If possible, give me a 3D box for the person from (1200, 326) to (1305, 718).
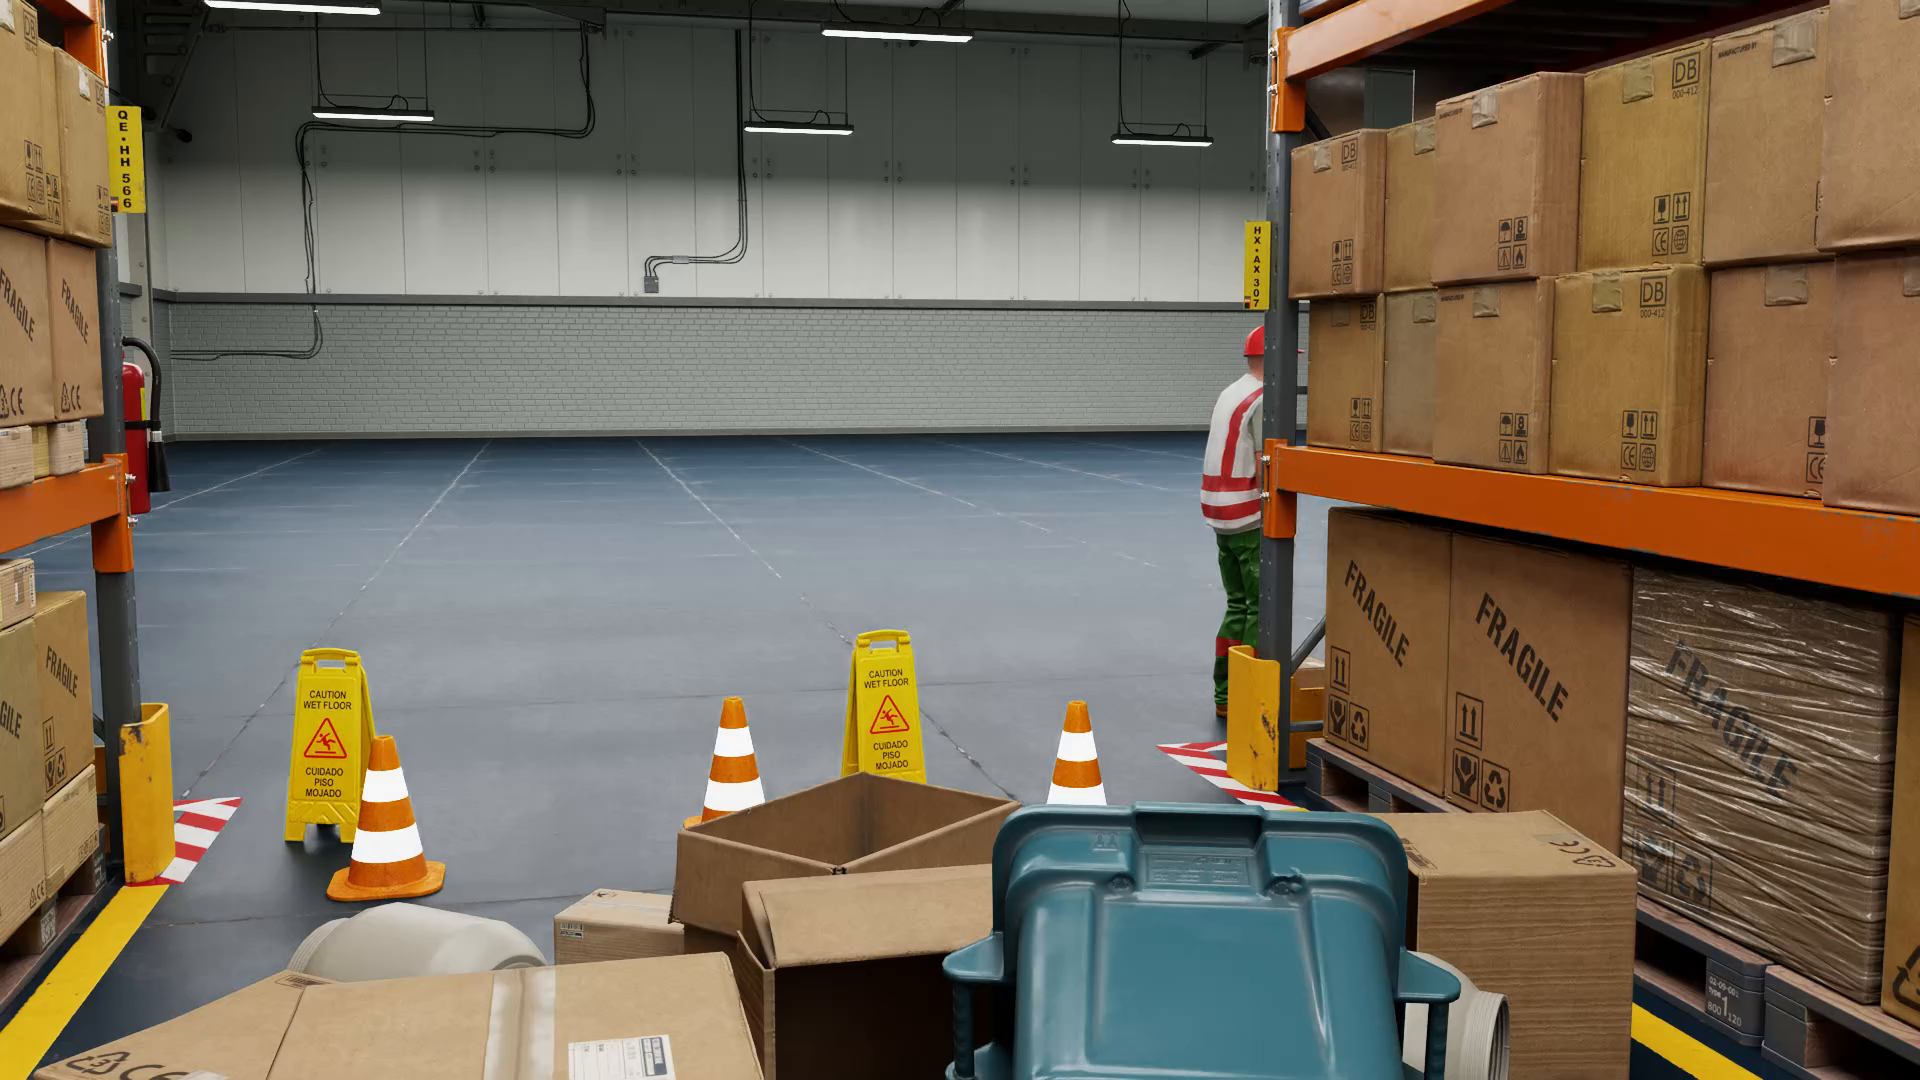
[{"bbox_3d":[1.327,-0.067,7.459,0.451,1.779,0.608,-1,6,-13],"label":"person"}]
